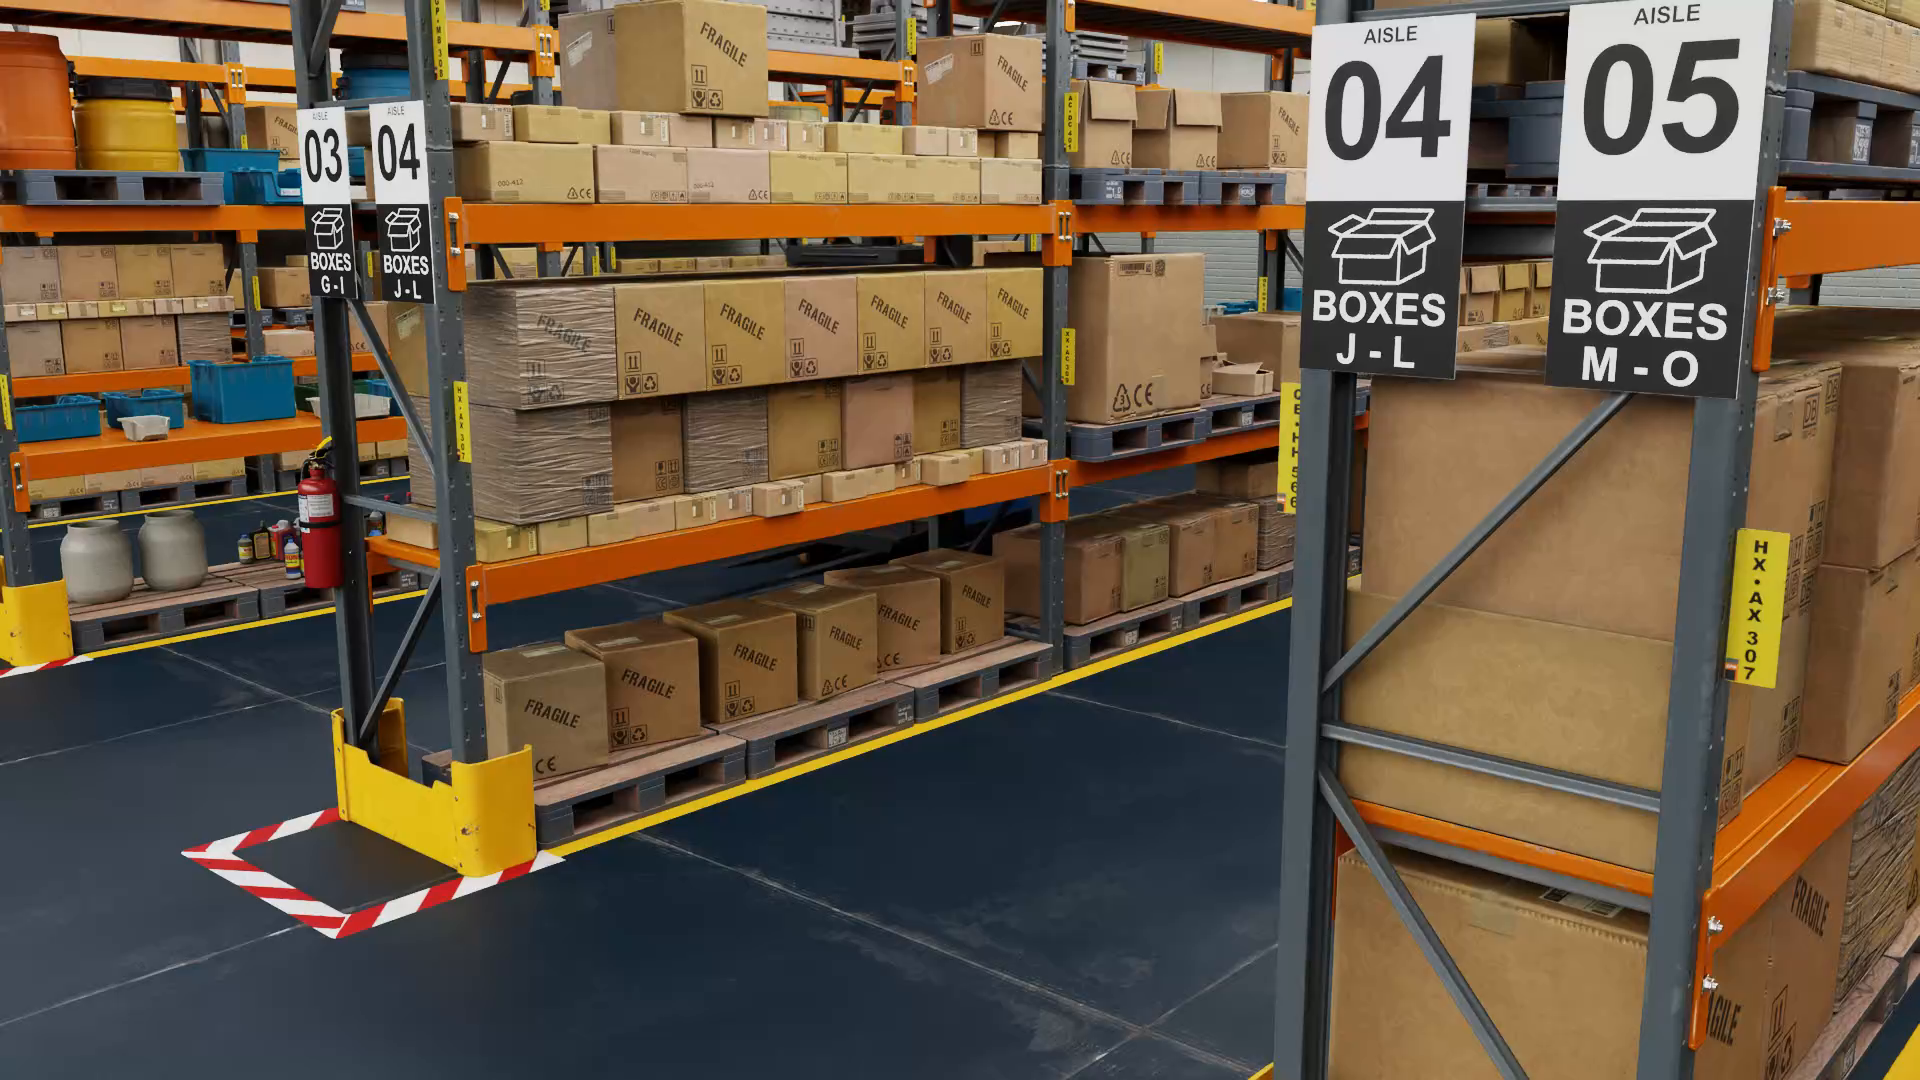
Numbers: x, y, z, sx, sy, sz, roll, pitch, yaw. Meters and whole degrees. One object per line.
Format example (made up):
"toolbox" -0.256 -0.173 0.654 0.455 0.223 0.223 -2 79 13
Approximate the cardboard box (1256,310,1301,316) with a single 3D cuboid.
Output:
"cardboard box" 2.528 -1.472 12.595 0.500 0.500 0.500 8 14 33

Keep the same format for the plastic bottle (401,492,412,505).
"plastic bottle" -4.351 -0.205 13.220 0.144 0.351 0.185 10 15 42

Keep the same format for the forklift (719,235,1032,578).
"forklift" -0.634 -1.236 12.917 1.130 2.935 3.031 8 14 33

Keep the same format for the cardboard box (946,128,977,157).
"cardboard box" -0.129 -2.145 9.000 0.380 0.149 0.250 9 14 38

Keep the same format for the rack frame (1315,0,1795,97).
"rack frame" 1.233 -2.410 3.304 1.000 3.000 0.127 10 15 40

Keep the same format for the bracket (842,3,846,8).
"bracket" -3.613 -9.127 27.745 0.076 0.066 4.783 10 15 40

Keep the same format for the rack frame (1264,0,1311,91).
"rack frame" 4.415 -6.061 21.581 1.000 3.000 0.127 10 15 40

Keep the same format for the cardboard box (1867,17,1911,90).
"cardboard box" 2.034 -1.155 3.989 0.380 0.149 0.250 10 15 41

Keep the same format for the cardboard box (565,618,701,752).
"cardboard box" -1.632 0.713 8.292 0.500 0.500 0.500 -7 13 -33

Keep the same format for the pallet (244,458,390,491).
"pallet" -6.767 -0.741 17.380 1.003 0.211 1.213 10 15 40

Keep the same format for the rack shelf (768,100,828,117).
"rack shelf" -3.264 -5.270 20.480 1.077 0.370 4.000 10 15 40

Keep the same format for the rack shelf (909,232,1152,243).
"rack shelf" 0.455 -3.354 17.526 1.077 0.370 4.000 10 15 40

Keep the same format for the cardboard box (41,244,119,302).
"cardboard box" -8.176 -2.465 15.329 0.700 0.500 0.500 10 15 40

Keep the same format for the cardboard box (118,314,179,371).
"cardboard box" -7.856 -1.899 15.805 0.700 0.500 0.500 10 15 40

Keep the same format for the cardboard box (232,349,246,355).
"cardboard box" -9.503 -2.316 21.492 0.500 0.250 0.500 10 15 40

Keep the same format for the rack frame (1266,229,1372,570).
"rack frame" 2.855 -1.302 13.070 1.000 3.000 0.127 10 15 40

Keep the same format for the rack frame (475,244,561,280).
"rack frame" -3.506 -1.353 13.329 1.000 3.000 0.127 10 15 40

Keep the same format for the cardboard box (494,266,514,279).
"cardboard box" -6.776 -3.692 23.973 0.500 0.500 0.500 10 15 42

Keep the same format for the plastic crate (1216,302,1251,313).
"plastic crate" 3.570 -2.976 21.726 0.416 0.233 0.300 10 15 40

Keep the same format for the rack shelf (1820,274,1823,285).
"rack shelf" 5.194 -1.469 8.088 1.077 0.370 4.000 10 15 40

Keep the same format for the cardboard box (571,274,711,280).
"cardboard box" -1.591 -1.070 8.344 0.500 0.500 0.500 10 15 40

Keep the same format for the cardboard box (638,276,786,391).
"cardboard box" -1.194 -1.002 8.002 0.500 0.500 0.500 10 15 40

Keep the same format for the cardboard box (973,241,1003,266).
"cardboard box" 0.277 -4.124 24.392 0.500 0.500 0.500 10 15 42

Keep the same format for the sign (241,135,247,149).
"sign" -6.807 -3.686 15.828 0.100 0.325 0.005 10 15 40

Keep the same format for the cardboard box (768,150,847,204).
"cardboard box" -0.908 -1.786 8.218 0.500 0.250 0.500 10 15 42

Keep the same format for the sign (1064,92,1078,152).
"sign" 0.627 -2.369 9.433 0.100 0.325 0.005 10 15 40

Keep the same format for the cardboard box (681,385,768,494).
"cardboard box" -1.440 -0.554 8.311 0.875 0.500 0.500 10 15 40

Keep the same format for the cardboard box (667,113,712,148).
"cardboard box" -1.356 -1.873 7.637 0.380 0.149 0.250 10 15 40

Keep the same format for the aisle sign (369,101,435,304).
"aisle sign" -2.242 -1.352 6.682 0.394 0.787 0.004 10 15 40

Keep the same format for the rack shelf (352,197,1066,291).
"rack shelf" -1.106 -1.537 8.427 1.077 0.370 4.000 10 15 40

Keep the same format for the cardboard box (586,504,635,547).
"cardboard box" -1.703 -0.082 7.603 0.380 0.149 0.250 10 15 40

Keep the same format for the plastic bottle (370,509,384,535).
"plastic bottle" -4.544 -0.112 12.956 0.097 0.271 0.097 0 11 0

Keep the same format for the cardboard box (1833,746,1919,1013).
"cardboard box" 2.814 0.996 5.921 0.875 0.875 0.875 10 15 41

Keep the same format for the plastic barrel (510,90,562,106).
"plastic barrel" -3.333 -3.173 13.502 0.600 0.901 0.708 10 15 40

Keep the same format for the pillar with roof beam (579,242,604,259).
"pillar with roof beam" -2.621 -6.412 23.337 9.100 9.000 0.400 10 15 40

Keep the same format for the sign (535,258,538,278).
"sign" -4.998 -3.181 19.724 0.100 0.325 0.005 10 15 40

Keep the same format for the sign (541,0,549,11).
"sign" -3.100 -4.120 12.398 0.100 0.325 0.005 10 15 40

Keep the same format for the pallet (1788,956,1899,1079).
"pallet" 2.508 1.593 5.699 1.003 0.211 1.213 10 15 40

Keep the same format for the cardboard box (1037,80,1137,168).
"cardboard box" 0.599 -2.497 10.060 0.797 0.503 0.637 9 14 38

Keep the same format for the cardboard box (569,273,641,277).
"cardboard box" -4.253 -2.945 19.971 0.700 0.500 0.500 4 12 21

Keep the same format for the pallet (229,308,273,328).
"pallet" -9.583 -2.832 21.223 1.003 0.211 1.213 10 15 40

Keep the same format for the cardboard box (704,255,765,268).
"cardboard box" -3.828 -4.362 27.627 0.980 0.700 0.700 10 15 40

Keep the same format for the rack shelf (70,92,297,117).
"rack shelf" -9.628 -5.322 20.738 1.077 0.370 4.000 10 15 40

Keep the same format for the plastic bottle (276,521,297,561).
"plastic bottle" -4.996 0.005 12.342 0.061 0.283 0.133 10 15 40

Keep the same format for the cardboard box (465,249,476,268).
"cardboard box" -7.133 -3.982 23.509 0.500 0.250 0.500 10 15 41

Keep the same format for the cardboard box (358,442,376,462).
"cardboard box" -6.434 -0.954 17.279 0.500 0.250 0.500 10 15 42

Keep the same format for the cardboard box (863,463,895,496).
"cardboard box" -0.569 -0.343 8.910 0.380 0.149 0.250 10 15 40

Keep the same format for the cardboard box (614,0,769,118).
"cardboard box" -1.243 -2.219 7.714 0.500 0.500 0.500 10 15 40

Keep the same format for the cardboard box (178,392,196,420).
"cardboard box" -7.766 -1.192 16.554 0.500 0.500 0.500 10 15 40

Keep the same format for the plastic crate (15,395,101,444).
"plastic crate" -6.041 -0.804 10.960 0.499 0.251 0.616 10 15 40

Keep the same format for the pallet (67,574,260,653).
"pallet" -5.591 0.466 11.337 1.003 0.211 1.213 10 15 40

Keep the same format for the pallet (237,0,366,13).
"pallet" -4.835 -3.701 11.271 1.003 0.211 1.213 10 15 40

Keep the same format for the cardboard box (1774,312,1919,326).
"cardboard box" 3.328 -0.514 5.988 0.875 0.550 0.550 10 15 40

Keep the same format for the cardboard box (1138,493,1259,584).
"cardboard box" 1.702 -0.023 11.926 0.500 0.500 0.700 -11 15 -43

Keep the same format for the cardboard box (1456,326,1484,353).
"cardboard box" 4.054 -1.539 14.003 0.500 0.500 0.500 9 15 39

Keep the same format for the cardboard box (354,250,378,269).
"cardboard box" -8.203 -3.896 23.077 0.500 0.250 0.500 10 15 42

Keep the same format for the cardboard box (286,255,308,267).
"cardboard box" -8.714 -3.702 22.052 0.380 0.149 0.250 7 13 31

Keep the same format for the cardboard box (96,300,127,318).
"cardboard box" -7.916 -2.144 15.378 0.380 0.149 0.250 10 15 40
